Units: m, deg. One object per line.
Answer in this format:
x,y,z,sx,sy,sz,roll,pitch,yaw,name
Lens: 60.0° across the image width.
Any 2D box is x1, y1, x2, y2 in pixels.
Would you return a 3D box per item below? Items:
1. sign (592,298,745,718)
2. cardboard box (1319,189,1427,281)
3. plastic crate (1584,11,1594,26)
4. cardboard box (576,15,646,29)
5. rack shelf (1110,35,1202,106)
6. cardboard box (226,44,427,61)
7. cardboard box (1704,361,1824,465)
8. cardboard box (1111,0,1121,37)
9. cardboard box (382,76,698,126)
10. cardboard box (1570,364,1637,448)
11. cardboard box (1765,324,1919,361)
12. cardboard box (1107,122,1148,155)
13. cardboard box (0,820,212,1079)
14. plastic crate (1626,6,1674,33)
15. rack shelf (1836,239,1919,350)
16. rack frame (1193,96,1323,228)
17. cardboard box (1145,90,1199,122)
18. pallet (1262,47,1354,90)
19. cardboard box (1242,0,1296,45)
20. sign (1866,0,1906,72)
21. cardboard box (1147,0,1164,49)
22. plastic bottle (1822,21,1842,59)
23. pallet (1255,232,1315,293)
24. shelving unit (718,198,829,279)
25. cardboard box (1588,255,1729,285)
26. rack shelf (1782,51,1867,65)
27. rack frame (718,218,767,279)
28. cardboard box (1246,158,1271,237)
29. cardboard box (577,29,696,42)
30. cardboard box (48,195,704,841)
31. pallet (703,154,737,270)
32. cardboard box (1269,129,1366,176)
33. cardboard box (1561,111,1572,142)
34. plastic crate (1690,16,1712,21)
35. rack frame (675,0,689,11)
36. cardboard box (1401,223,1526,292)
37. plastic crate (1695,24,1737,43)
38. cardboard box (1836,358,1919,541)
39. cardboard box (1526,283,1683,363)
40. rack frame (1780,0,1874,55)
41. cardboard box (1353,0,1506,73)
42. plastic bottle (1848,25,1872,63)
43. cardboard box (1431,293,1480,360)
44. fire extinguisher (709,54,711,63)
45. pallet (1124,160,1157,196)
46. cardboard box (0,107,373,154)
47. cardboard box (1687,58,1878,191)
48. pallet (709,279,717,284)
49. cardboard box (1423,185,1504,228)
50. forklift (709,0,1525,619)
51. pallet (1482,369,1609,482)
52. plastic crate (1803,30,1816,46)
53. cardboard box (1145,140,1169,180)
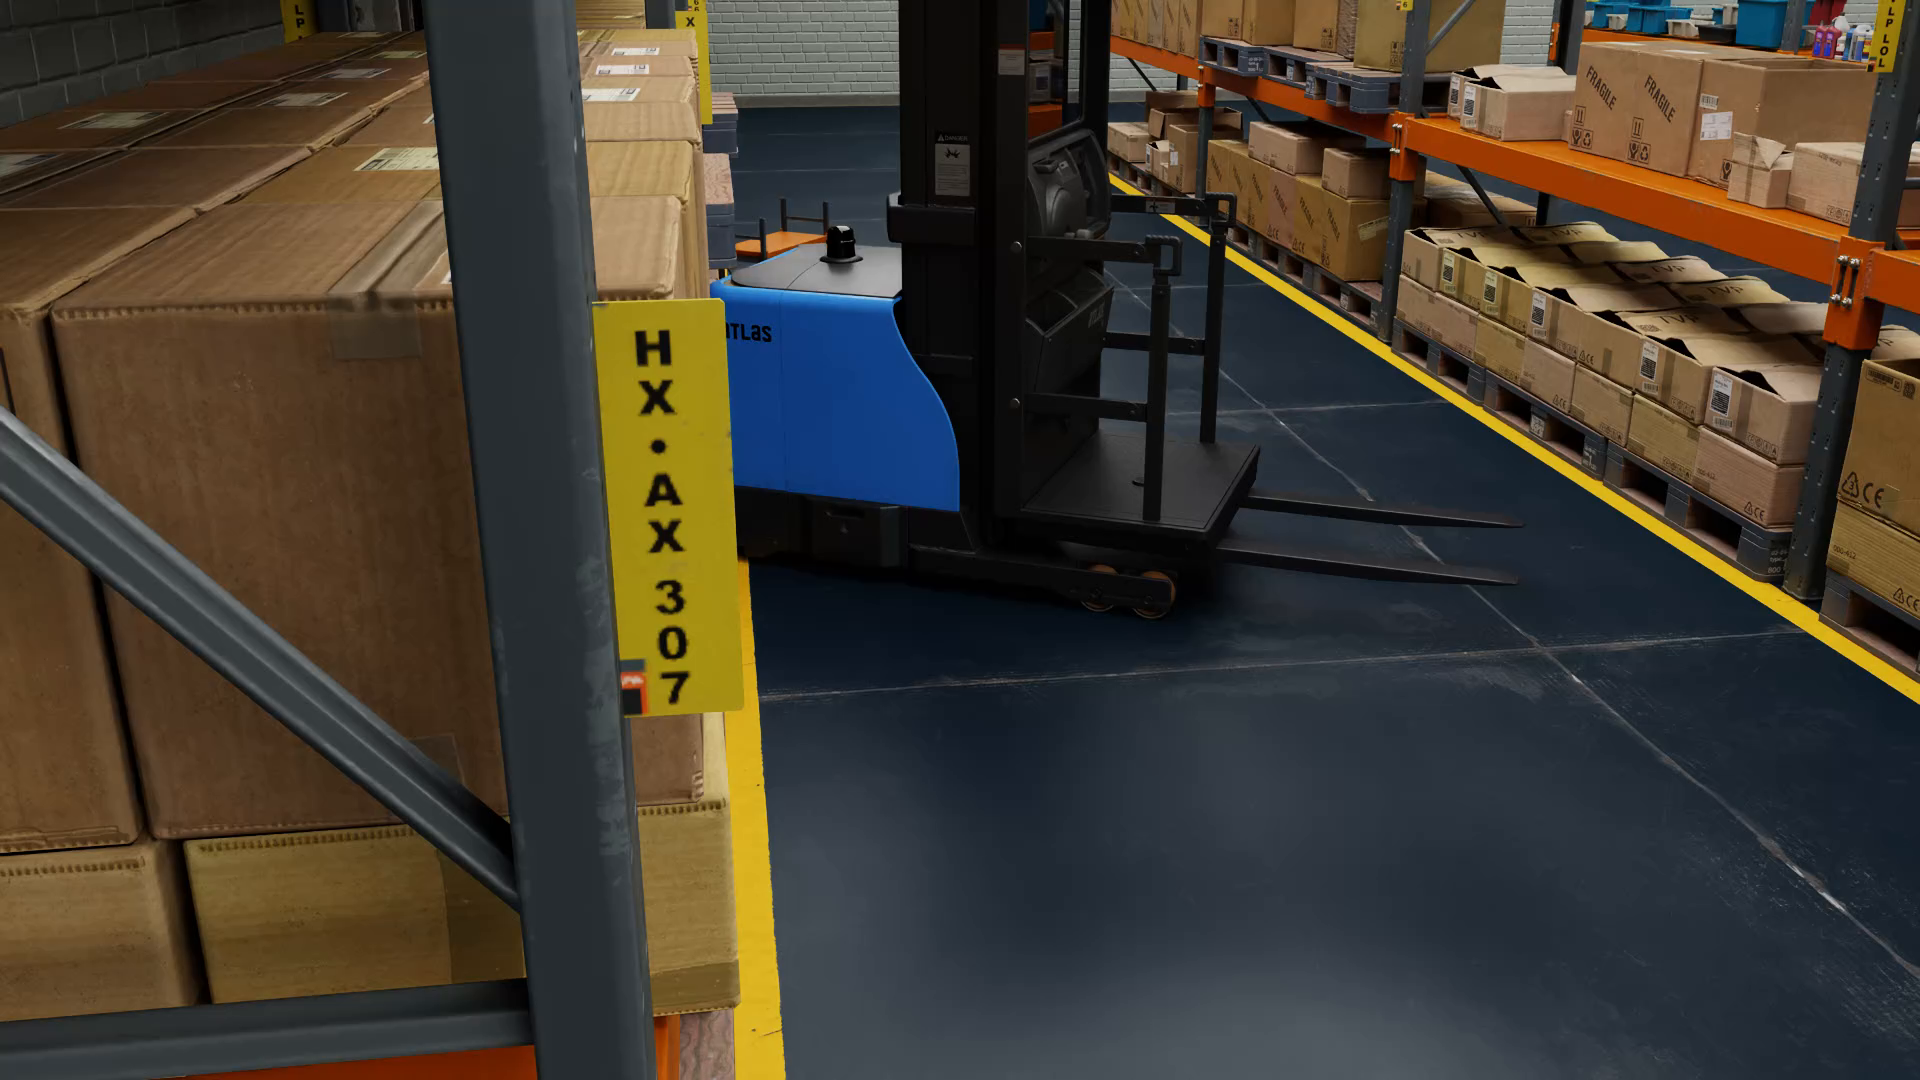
-0.218,-0.018,1.239,0.100,0.325,0.005,-3,21,-8,sign
2.626,-1.953,10.601,0.500,0.500,0.500,-2,21,-6,cardboard box
6.416,-5.311,16.941,0.250,0.136,0.298,-3,21,-8,plastic crate
-1.445,-1.594,5.926,0.700,0.500,0.500,-1,20,-2,cardboard box
2.128,-4.346,15.093,1.077,0.370,4.000,-3,21,-8,rack shelf
-1.400,-0.907,3.973,0.500,0.500,0.500,-3,21,-8,cardboard box
3.228,-0.518,6.344,0.500,0.311,0.500,-3,21,-8,cardboard box
1.723,-5.077,15.879,0.500,0.500,0.500,-3,21,-8,cardboard box
-0.742,-0.584,3.108,0.500,0.500,0.500,-2,21,-6,cardboard box
3.078,-0.611,7.394,0.500,0.250,0.500,-2,21,-7,cardboard box
3.690,-0.721,6.888,0.500,0.311,0.500,-3,21,-8,cardboard box
1.710,-3.918,16.220,0.500,0.250,0.500,-3,21,-8,cardboard box
-1.014,0.324,1.747,0.500,0.250,0.500,-3,21,-7,cardboard box
6.642,-5.016,16.012,0.416,0.233,0.300,-3,21,-8,plastic crate
3.858,-0.191,3.969,1.077,0.370,4.000,-3,21,-8,rack shelf
2.417,-3.991,13.113,1.000,3.000,0.127,-3,21,-8,rack frame
2.162,-4.235,16.711,0.500,0.500,0.500,-3,21,-8,cardboard box
2.708,-3.189,11.241,1.003,0.211,1.213,-3,21,-8,pallet
2.425,-3.824,11.924,0.700,0.500,0.500,0,20,1,cardboard box
3.034,-1.695,5.426,0.100,0.325,0.005,-3,21,-8,sign
1.939,-4.554,14.478,0.500,0.500,0.500,-2,21,-7,cardboard box
6.969,-3.990,13.278,0.061,0.283,0.133,-3,21,-8,plastic bottle
2.751,-1.981,11.719,1.003,0.211,1.213,-3,21,-8,pallet
-0.793,-0.847,7.270,0.258,1.200,0.503,10,23,26,shelving unit
3.464,-1.254,8.313,0.500,0.311,0.500,-3,21,-8,cardboard box
7.607,-3.210,12.051,1.077,0.370,4.000,-3,21,-8,rack shelf
-0.907,-0.772,7.067,0.240,1.200,0.015,10,23,26,rack frame
2.398,-2.488,12.035,0.500,0.500,0.500,-3,21,-7,cardboard box
-0.957,-1.112,4.520,0.500,0.500,0.500,-3,21,-8,cardboard box
-0.526,-0.055,1.692,0.500,0.500,0.500,-3,21,-8,cardboard box
-1.298,-1.152,5.787,1.003,0.211,1.213,-3,21,-8,pallet
2.462,-2.677,11.469,0.500,0.250,0.500,-3,21,-9,cardboard box
3.233,-2.049,8.275,0.380,0.149,0.250,-1,21,-4,cardboard box
7.192,-4.958,15.994,0.298,0.136,0.250,-3,21,-8,plastic crate
-1.908,-2.354,8.733,1.000,3.000,0.127,-3,21,-8,rack frame
2.778,-1.581,9.190,0.500,0.311,0.500,-2,21,-6,cardboard box
6.892,-4.512,14.818,0.437,0.125,0.590,-3,21,-8,plastic crate
3.327,-0.304,5.502,0.500,0.500,0.500,-3,21,-8,cardboard box
3.008,-1.045,7.754,0.500,0.311,0.500,-3,21,-8,cardboard box
7.319,-4.239,13.779,1.000,3.000,0.127,-3,21,-8,rack frame
2.791,-3.062,9.883,0.700,0.500,0.500,-10,23,-26,cardboard box
7.061,-3.875,12.981,0.152,0.276,0.135,-3,21,-8,plastic bottle
2.852,-1.144,8.822,0.500,0.250,0.500,-3,21,-9,cardboard box
-2.626,-4.989,16.430,0.296,0.674,0.183,-3,21,-8,fire extinguisher
2.139,-3.345,15.372,1.003,0.211,1.213,-3,21,-8,pallet
-1.175,-0.381,2.563,0.500,0.500,0.500,-3,21,-9,cardboard box
3.399,-1.717,6.882,0.500,0.500,0.500,-1,21,-4,cardboard box
-1.947,-1.325,9.962,1.003,0.211,1.213,-3,21,-8,pallet
3.129,-1.994,10.711,0.500,0.500,0.500,-4,21,-10,cardboard box
0.590,-1.301,6.009,3.031,2.935,1.130,7,22,18,forklift
3.246,-0.591,7.996,1.003,0.211,1.213,-3,21,-8,pallet
7.393,-4.312,14.265,0.396,0.136,0.243,-3,21,-8,plastic crate
1.946,-3.380,14.692,0.500,0.311,0.500,-3,21,-8,cardboard box
